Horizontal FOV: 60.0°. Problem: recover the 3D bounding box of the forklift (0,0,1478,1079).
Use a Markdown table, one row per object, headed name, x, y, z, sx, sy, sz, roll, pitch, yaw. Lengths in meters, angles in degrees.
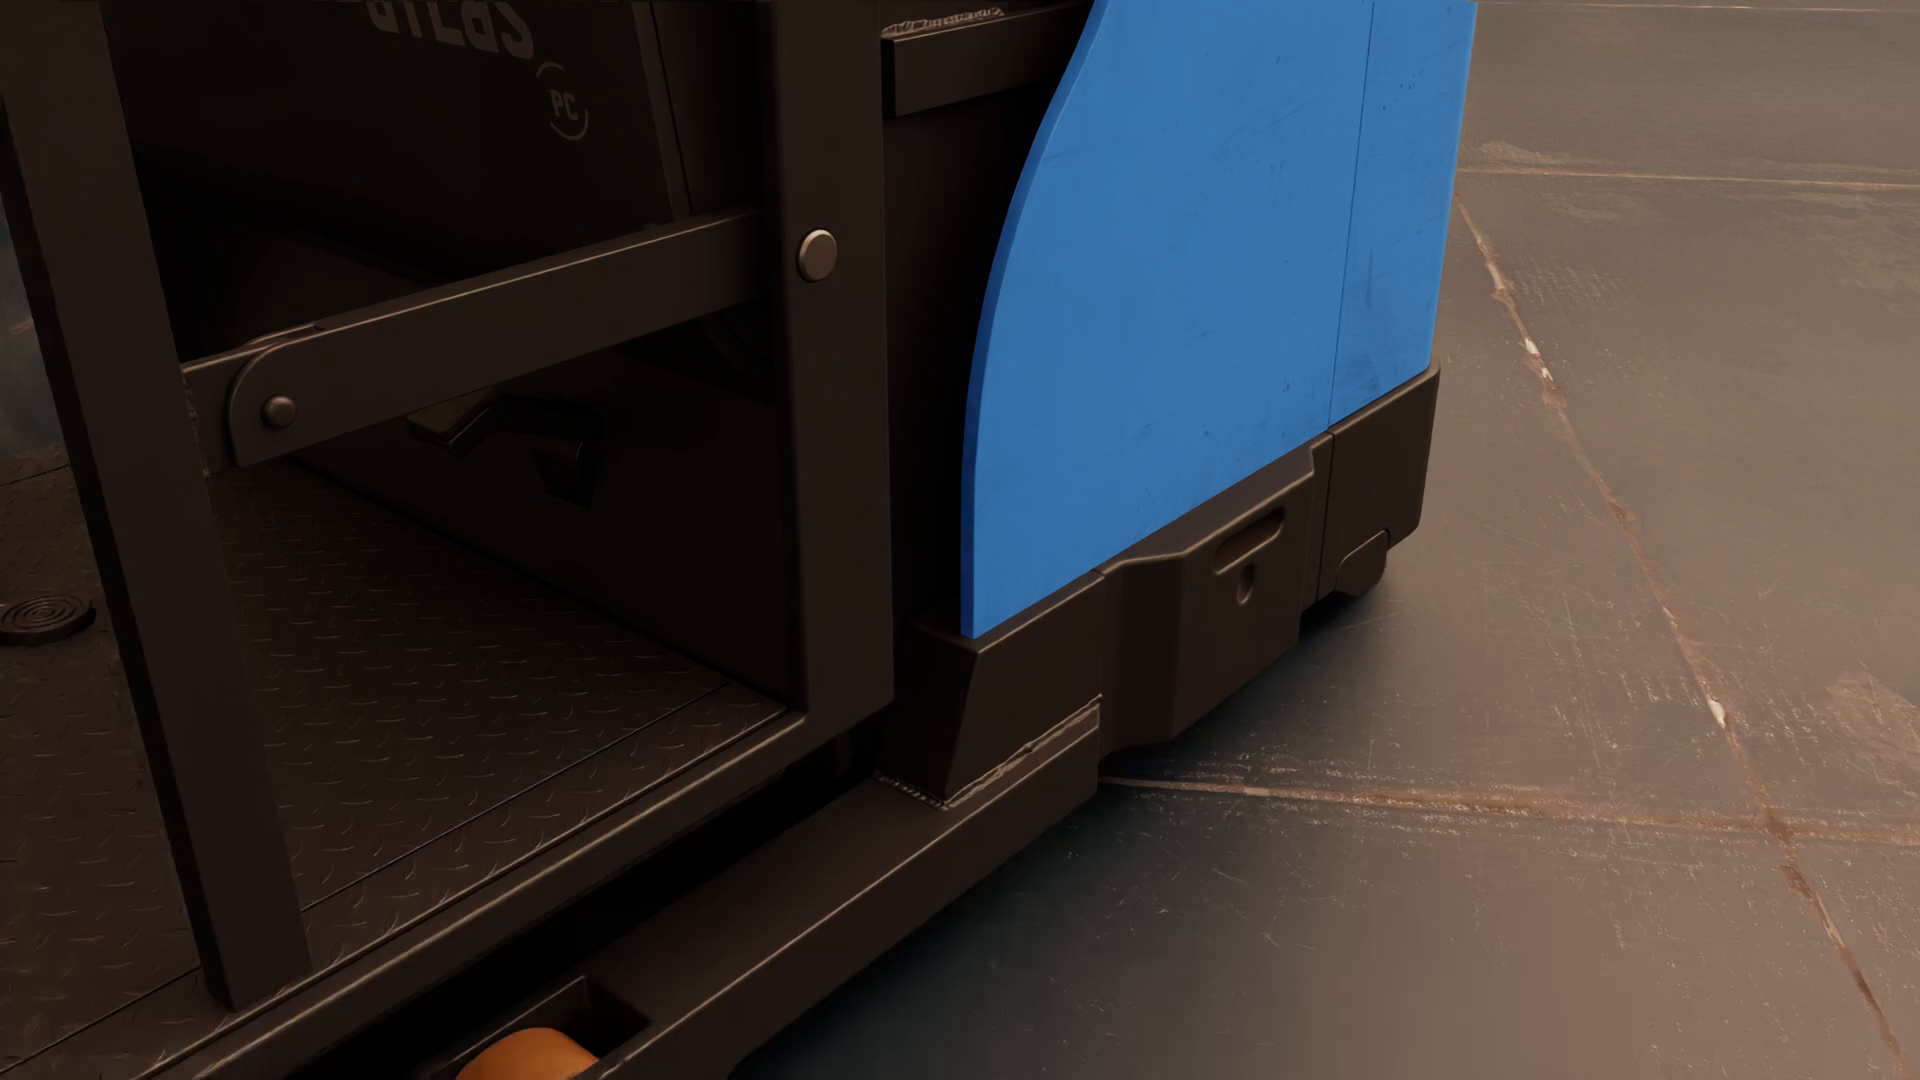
| name | x | y | z | sx | sy | sz | roll | pitch | yaw |
| --- | --- | --- | --- | --- | --- | --- | --- | --- | --- |
| forklift | -0.670 | -0.929 | 1.078 | 1.130 | 2.935 | 3.031 | 21 | 33 | 35 |
